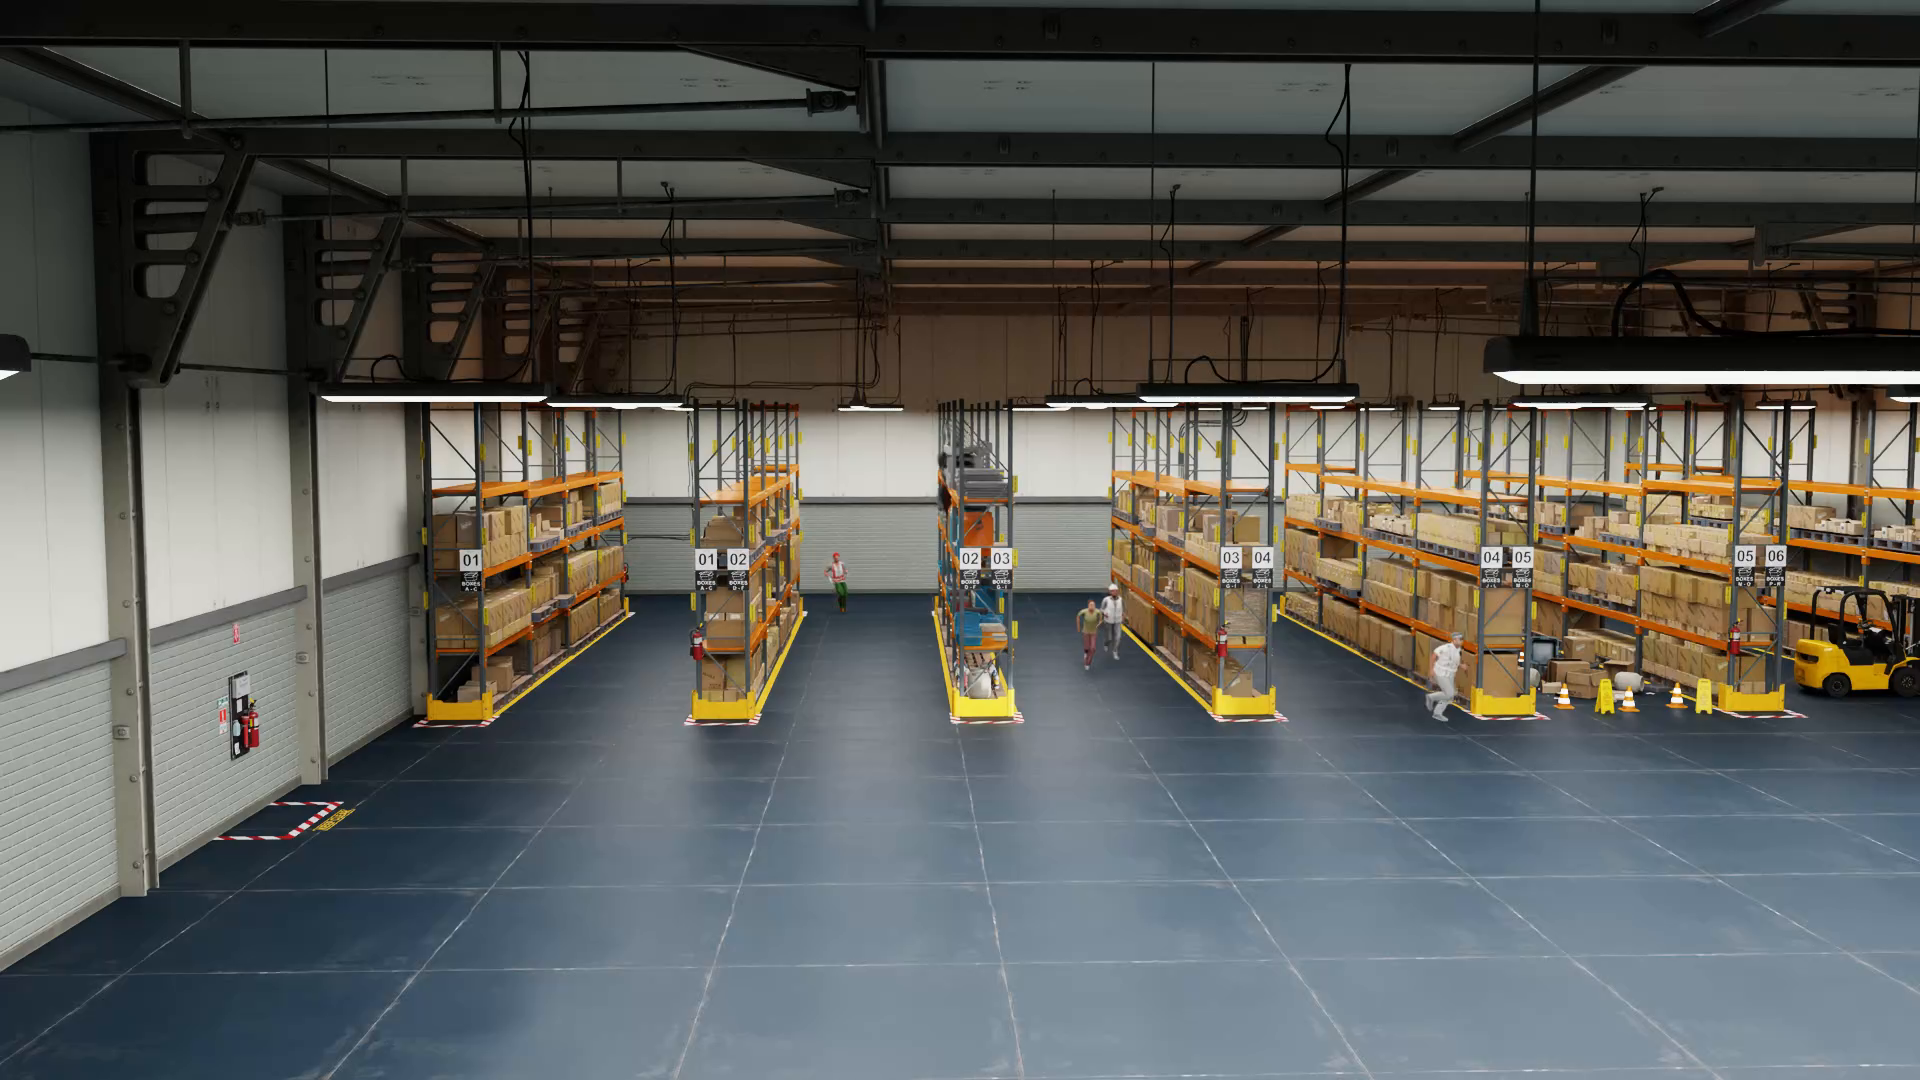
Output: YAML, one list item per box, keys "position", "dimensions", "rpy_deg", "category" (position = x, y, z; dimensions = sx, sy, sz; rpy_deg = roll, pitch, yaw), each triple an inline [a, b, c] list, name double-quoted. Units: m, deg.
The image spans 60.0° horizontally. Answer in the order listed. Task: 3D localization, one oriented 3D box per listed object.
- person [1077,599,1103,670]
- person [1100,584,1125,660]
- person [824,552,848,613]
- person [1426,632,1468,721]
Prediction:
- position: [2.915, 2.109, 37.359]
  dimensions: [0.572, 1.600, 0.693]
  rpy_deg: [-1, 4, -7]
  category: "person"
- position: [3.569, 1.897, 38.895]
  dimensions: [0.643, 1.754, 0.876]
  rpy_deg: [-1, 4, -10]
  category: "person"
- position: [-3.504, 1.229, 47.803]
  dimensions: [0.638, 1.748, 0.641]
  rpy_deg: [-3, 5, -32]
  category: "person"
- position: [9.099, 2.533, 31.050]
  dimensions: [0.750, 1.701, 0.653]
  rpy_deg: [3, 5, 38]
  category: "person"
